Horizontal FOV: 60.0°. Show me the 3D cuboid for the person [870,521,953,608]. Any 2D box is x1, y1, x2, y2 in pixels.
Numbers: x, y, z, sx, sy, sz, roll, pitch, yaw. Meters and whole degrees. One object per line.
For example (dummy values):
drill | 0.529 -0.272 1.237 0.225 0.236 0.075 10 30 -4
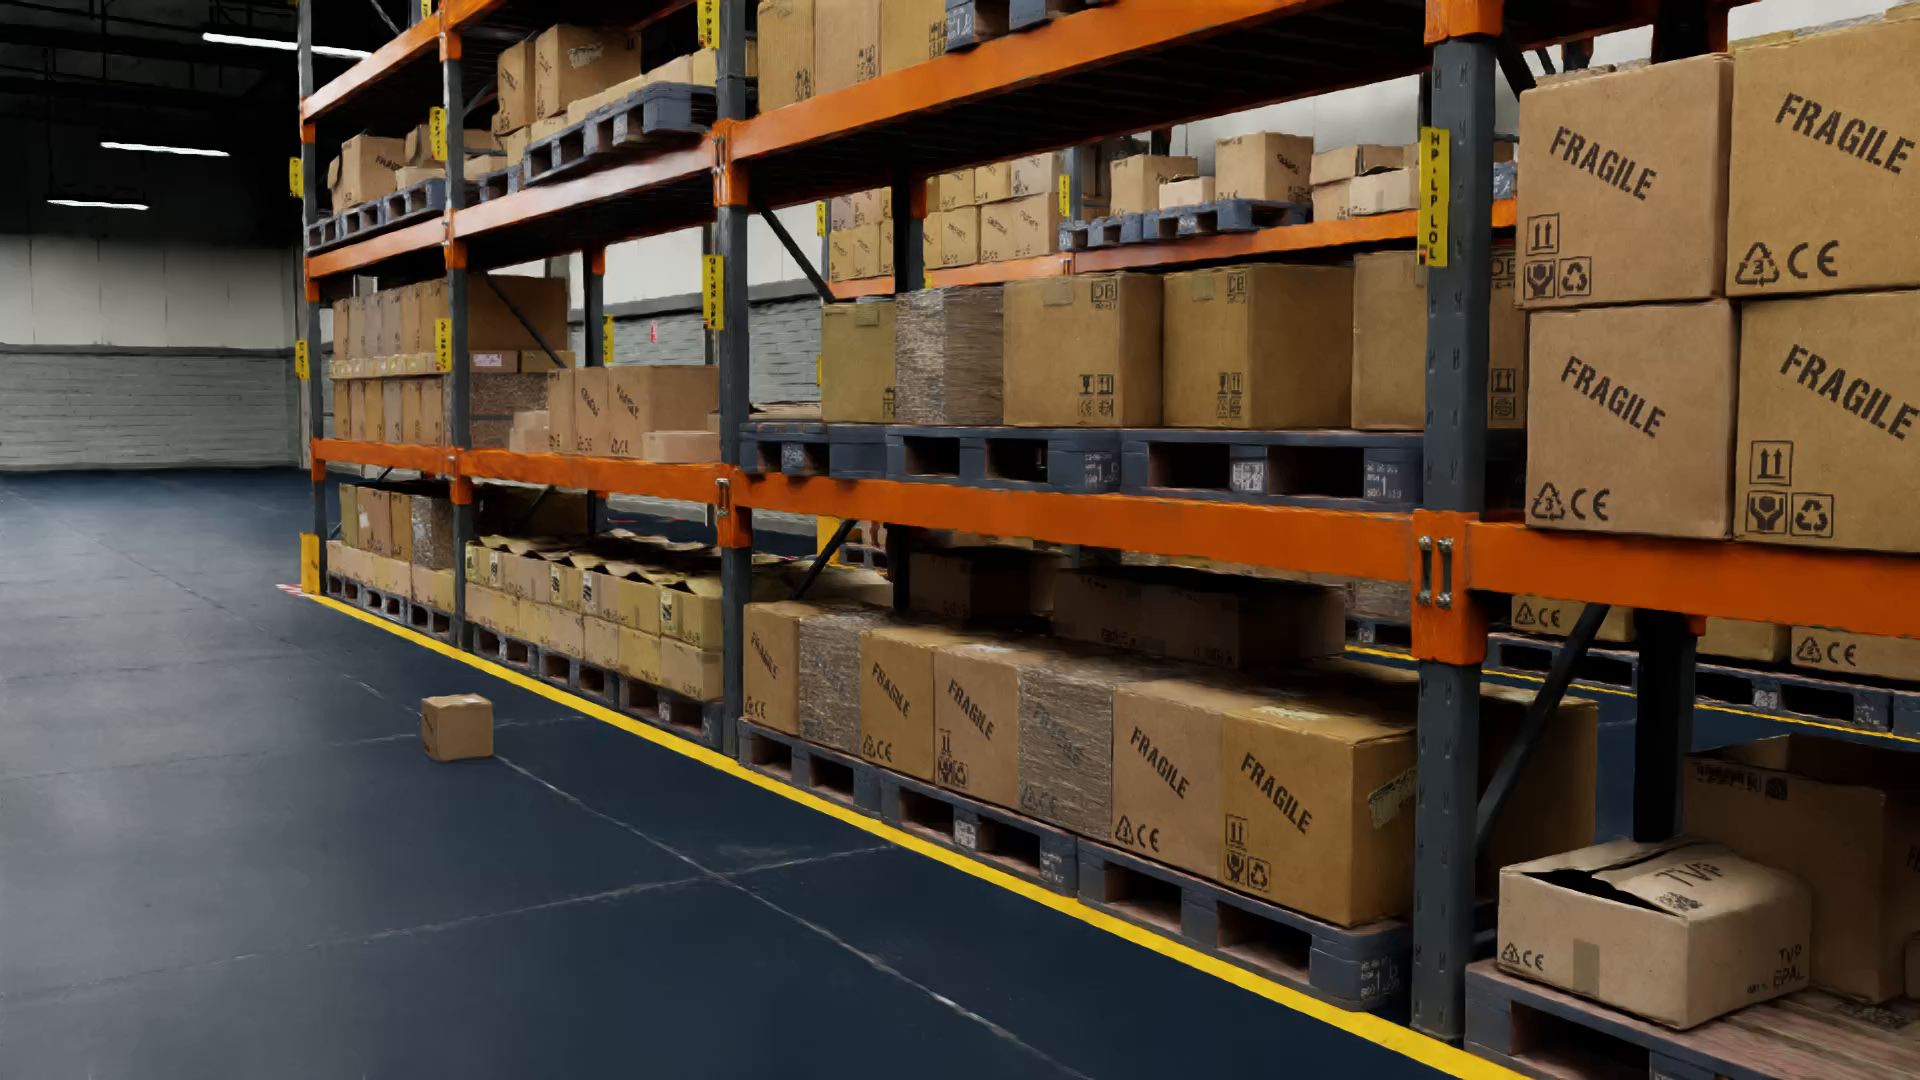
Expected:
person | -0.235 -0.056 9.888 0.673 1.682 0.509 -3 6 -35
